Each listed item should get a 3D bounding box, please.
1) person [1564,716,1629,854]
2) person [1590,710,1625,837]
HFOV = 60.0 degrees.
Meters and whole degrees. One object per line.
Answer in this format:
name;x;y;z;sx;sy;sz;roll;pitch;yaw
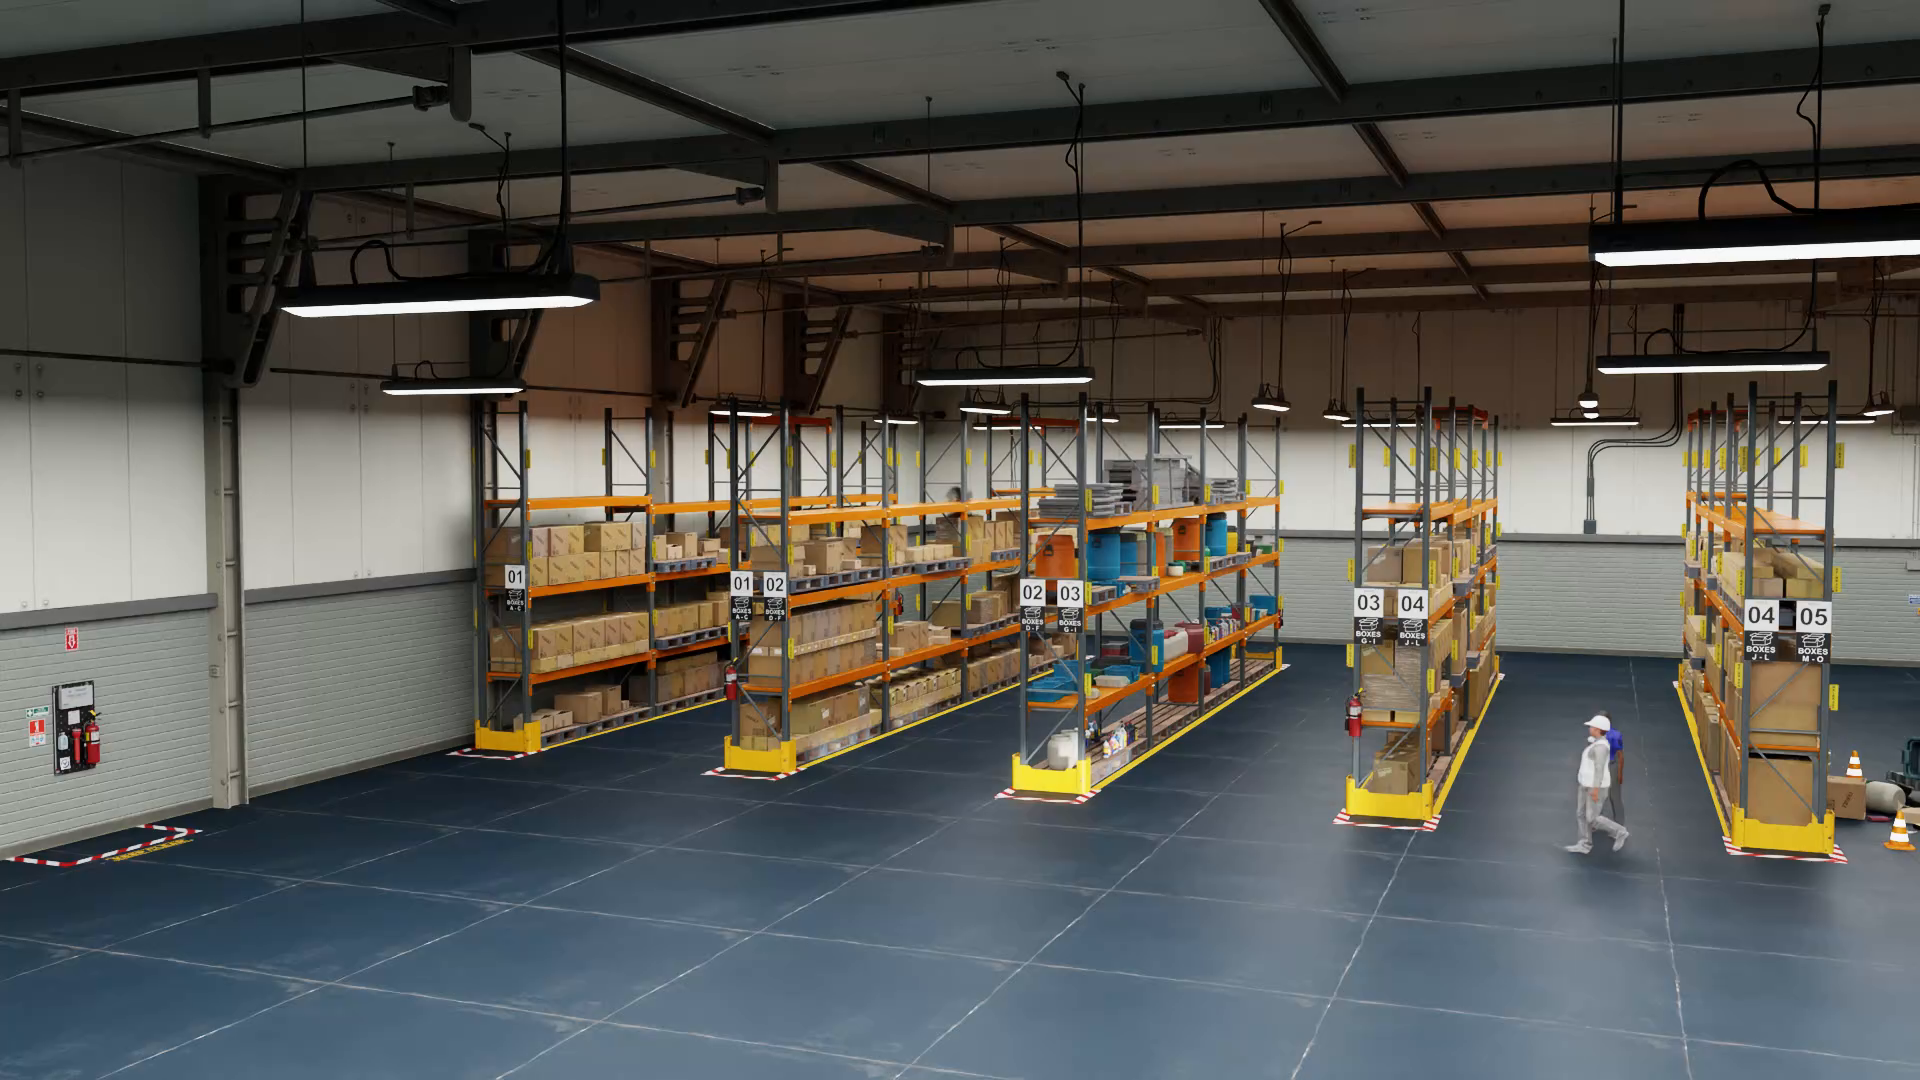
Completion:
person;8.052;3.094;20.975;0.690;1.763;0.525;0;3;-4
person;8.601;3.110;22.186;0.375;1.619;0.530;-2;3;-30
